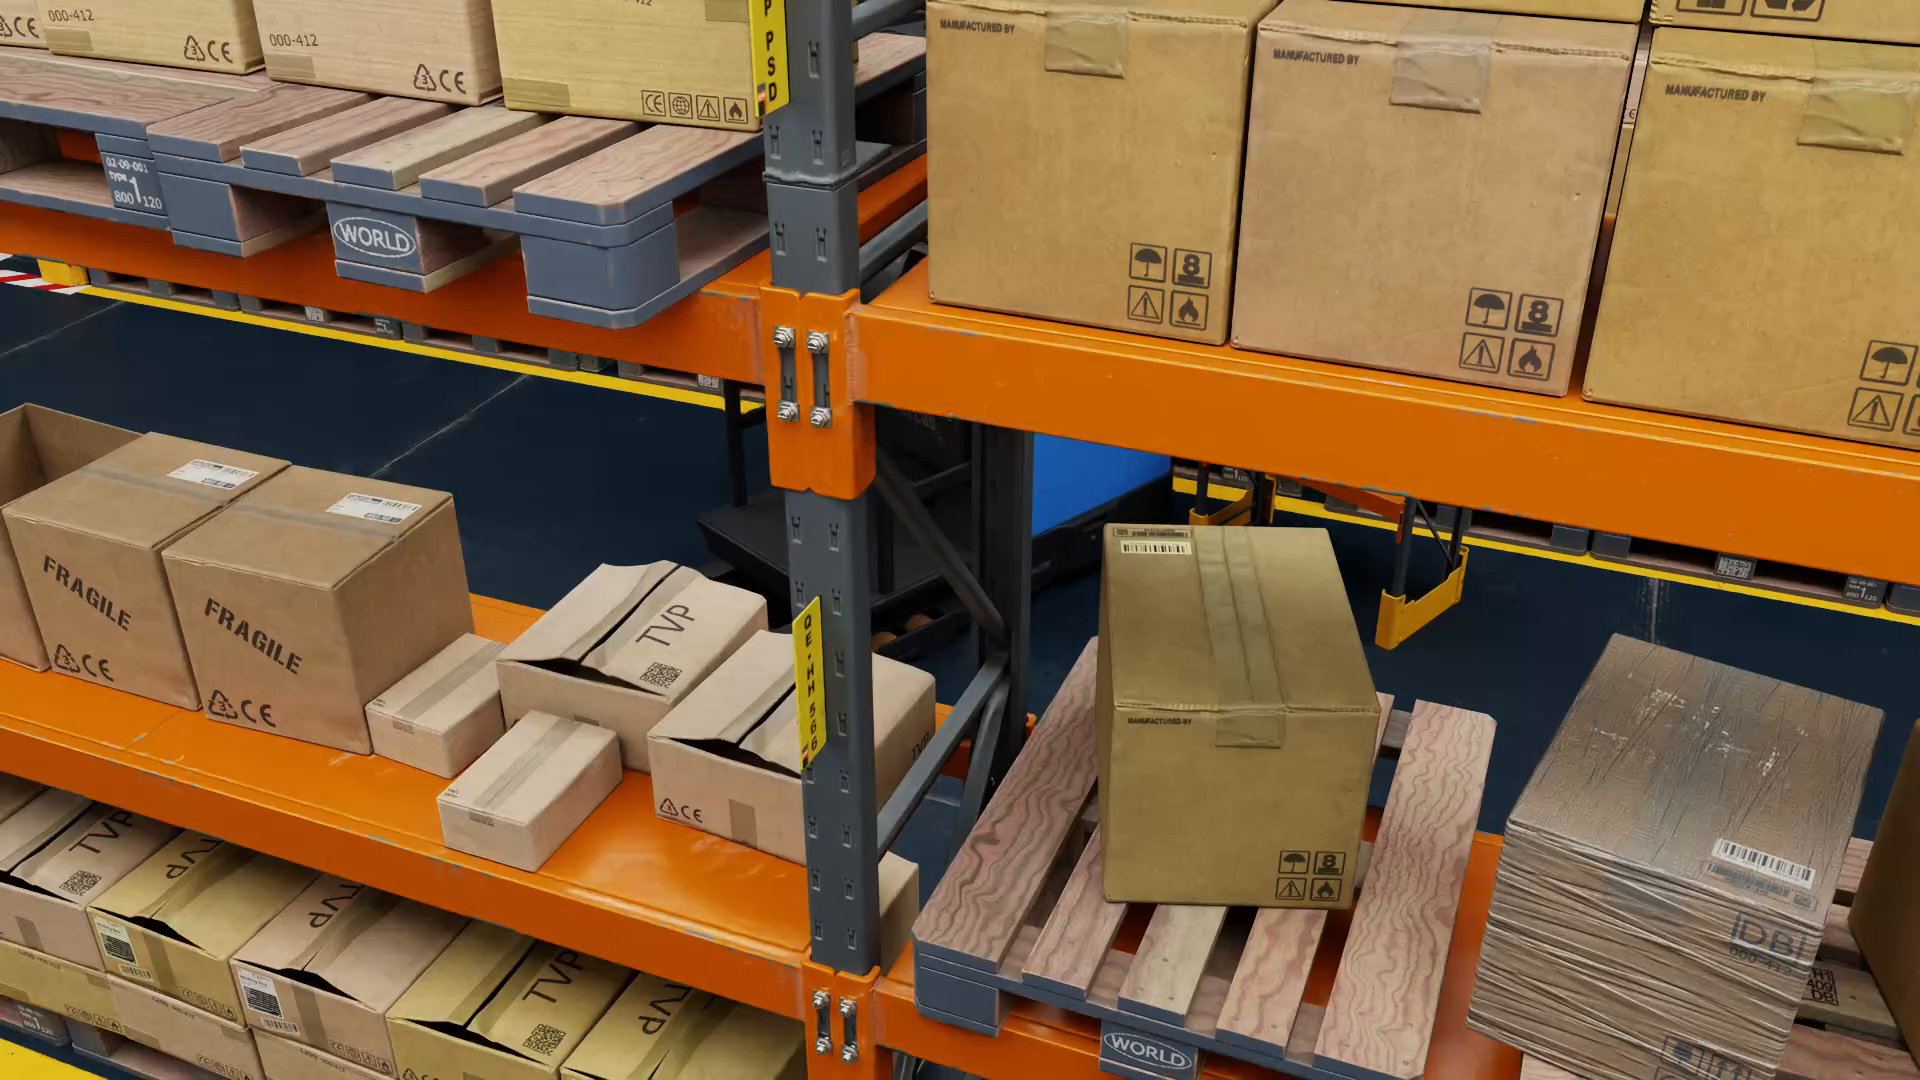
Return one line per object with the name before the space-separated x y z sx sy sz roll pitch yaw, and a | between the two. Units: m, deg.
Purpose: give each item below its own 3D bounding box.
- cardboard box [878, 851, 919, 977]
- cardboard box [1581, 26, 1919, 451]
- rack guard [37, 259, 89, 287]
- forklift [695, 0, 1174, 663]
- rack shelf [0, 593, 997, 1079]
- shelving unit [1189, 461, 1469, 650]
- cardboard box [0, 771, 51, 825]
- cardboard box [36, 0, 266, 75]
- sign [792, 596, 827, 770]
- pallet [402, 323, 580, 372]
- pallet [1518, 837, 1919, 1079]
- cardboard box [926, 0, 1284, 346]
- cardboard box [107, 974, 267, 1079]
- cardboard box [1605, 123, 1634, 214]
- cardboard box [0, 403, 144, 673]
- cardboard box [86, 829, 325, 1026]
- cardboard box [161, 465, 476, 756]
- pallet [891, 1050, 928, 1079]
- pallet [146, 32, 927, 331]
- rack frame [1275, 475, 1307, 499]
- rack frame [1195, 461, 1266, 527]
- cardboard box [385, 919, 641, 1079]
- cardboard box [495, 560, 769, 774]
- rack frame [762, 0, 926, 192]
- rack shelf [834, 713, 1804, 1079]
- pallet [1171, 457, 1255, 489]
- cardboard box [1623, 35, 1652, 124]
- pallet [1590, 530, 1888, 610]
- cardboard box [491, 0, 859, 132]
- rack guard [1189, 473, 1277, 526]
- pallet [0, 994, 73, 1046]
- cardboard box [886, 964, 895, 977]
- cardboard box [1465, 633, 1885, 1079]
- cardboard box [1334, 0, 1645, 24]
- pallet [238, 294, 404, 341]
cardboard box | -0.445 1.055 4.633 0.500 0.311 0.500 12 32 21
cardboard box | 1.302 -0.578 2.574 0.500 0.500 0.910 11 31 19
rack guard | -5.553 -2.121 10.995 0.348 0.500 1.175 11 31 19
forklift | -0.435 -1.023 6.582 3.031 2.935 1.130 -24 38 -36
rack shelf | -1.923 0.459 4.621 4.000 0.370 1.077 11 31 19
shelving unit | 1.613 -0.480 7.074 1.083 1.500 0.587 26 38 38
cardboard box | -3.025 0.831 5.029 0.500 0.311 0.500 11 31 19
cardboard box | -1.530 -1.166 3.441 0.500 0.250 0.500 11 31 18
sign | -0.275 0.265 3.055 0.005 0.325 0.100 11 31 19
pallet | -2.553 -1.378 9.973 1.213 0.211 1.003 11 31 19
pallet | 1.734 0.957 3.204 1.213 0.211 1.003 11 31 19
cardboard box | 0.347 -0.768 2.911 0.500 0.500 0.910 11 31 19
cardboard box | -2.071 1.262 4.837 0.500 0.250 0.500 12 32 20
cardboard box | 2.625 -1.618 7.139 0.500 0.500 0.500 12 32 21
cardboard box | -2.583 -0.021 4.637 0.500 0.500 0.500 14 32 23
cardboard box | -2.062 1.020 4.695 0.500 0.311 0.500 12 32 20
cardboard box | -1.631 0.169 4.301 0.500 0.500 0.500 10 31 16
pallet | -0.818 1.560 4.776 1.213 0.211 1.003 11 31 19
pallet | -0.732 -0.793 3.248 1.003 0.211 1.213 13 32 21
rack frame | 1.789 -1.744 7.786 0.127 3.000 1.000 11 31 19
rack frame | 1.244 -0.658 7.391 0.032 1.500 0.500 26 38 38
cardboard box | -1.132 1.208 4.362 0.500 0.311 0.500 11 31 18
cardboard box | -0.826 0.301 4.260 0.500 0.311 0.500 11 31 19
rack frame | -0.070 -2.096 2.313 0.127 3.000 1.000 11 31 19
rack shelf | 1.783 1.199 3.312 4.000 0.370 1.077 11 31 19
pallet | 1.066 -0.675 8.730 1.213 0.211 1.003 11 31 19
cardboard box | 2.611 -1.951 6.967 0.500 0.250 0.500 11 31 18
pallet | 3.618 -0.123 7.753 1.213 0.211 1.003 11 31 19
cardboard box | -0.511 -0.966 3.088 0.500 0.250 0.500 9 31 15
rack guard | 1.258 -0.108 7.686 0.087 0.250 0.587 26 38 38
pallet | -3.079 1.108 5.575 1.213 0.211 1.003 11 31 19
cardboard box | -0.445 1.299 4.771 0.500 0.250 0.500 11 31 19
cardboard box | 1.332 0.611 3.093 0.500 0.500 0.700 18 34 28
cardboard box | 0.805 -1.091 2.466 0.500 0.500 0.500 11 31 19
pallet | -3.687 -1.603 10.371 1.213 0.211 1.003 11 31 19
